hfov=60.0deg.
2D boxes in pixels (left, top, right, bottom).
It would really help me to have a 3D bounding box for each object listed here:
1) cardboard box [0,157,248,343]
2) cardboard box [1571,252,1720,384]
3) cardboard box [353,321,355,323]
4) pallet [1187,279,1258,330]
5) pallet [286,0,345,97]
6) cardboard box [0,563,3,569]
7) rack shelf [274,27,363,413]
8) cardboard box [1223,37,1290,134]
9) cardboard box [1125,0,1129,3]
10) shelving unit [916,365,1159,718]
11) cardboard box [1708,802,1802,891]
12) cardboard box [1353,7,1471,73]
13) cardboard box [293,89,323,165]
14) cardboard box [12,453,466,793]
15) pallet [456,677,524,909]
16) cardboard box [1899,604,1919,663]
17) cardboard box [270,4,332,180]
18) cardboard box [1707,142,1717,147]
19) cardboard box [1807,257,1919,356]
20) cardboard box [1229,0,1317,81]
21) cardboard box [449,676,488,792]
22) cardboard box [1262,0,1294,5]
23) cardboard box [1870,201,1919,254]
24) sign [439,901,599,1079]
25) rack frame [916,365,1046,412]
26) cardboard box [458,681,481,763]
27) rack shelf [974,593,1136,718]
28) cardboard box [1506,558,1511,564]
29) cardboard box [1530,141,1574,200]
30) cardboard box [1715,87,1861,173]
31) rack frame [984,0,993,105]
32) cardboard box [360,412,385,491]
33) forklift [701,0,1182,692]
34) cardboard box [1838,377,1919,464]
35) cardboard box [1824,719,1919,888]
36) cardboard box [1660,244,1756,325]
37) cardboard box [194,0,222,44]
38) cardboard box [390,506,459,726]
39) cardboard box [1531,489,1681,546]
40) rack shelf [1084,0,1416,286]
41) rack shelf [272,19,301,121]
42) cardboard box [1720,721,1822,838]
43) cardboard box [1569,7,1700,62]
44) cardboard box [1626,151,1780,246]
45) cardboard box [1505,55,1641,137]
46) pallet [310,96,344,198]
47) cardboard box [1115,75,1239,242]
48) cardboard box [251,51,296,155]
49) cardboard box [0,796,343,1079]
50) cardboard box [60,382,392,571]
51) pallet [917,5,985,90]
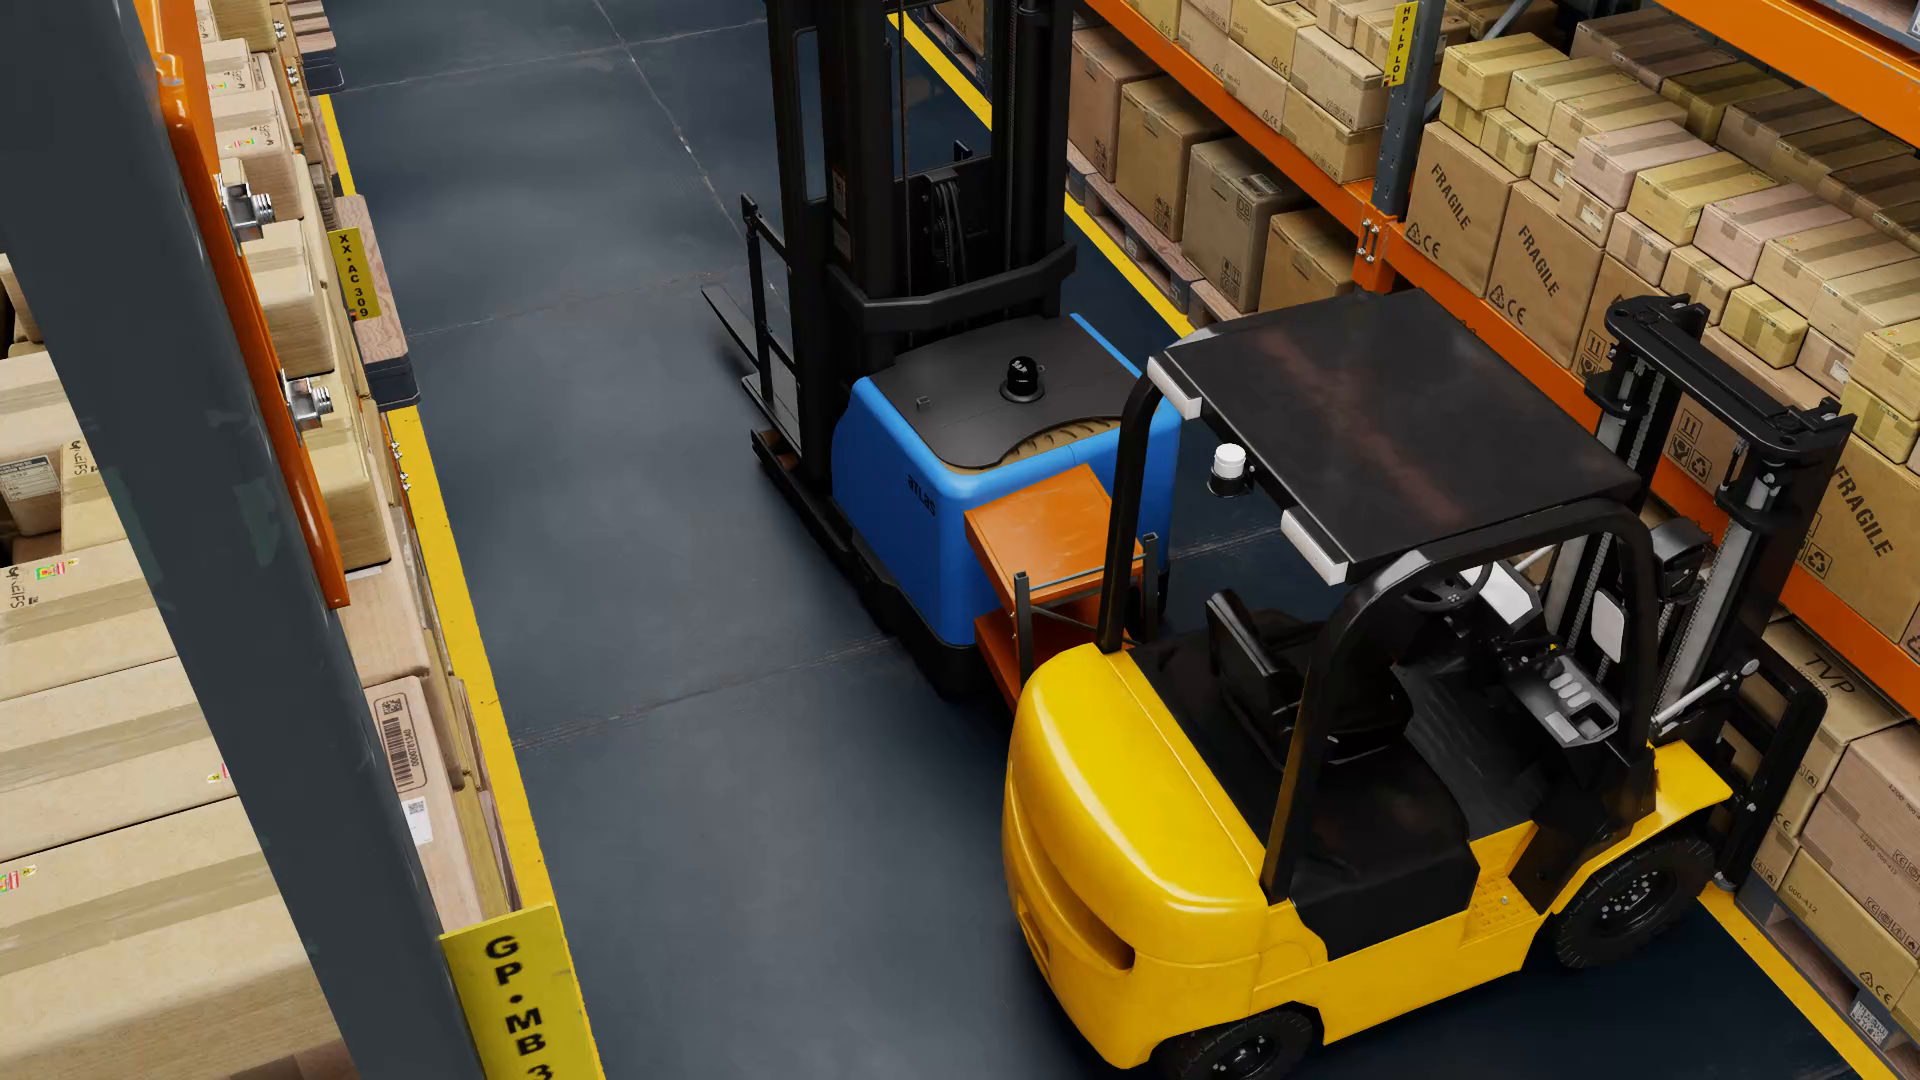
[{"bbox_3d":[-1.386,-0.494,2.804,0.380,0.149,0.250,-14,43,-16],"label":"cardboard box"},{"bbox_3d":[2.507,-0.701,5.688,0.500,0.500,0.500,-16,43,-17],"label":"cardboard box"},{"bbox_3d":[-2.335,-0.845,5.803,0.380,0.149,0.250,-14,43,-16],"label":"cardboard box"},{"bbox_3d":[1.851,-0.987,8.235,1.003,0.211,1.213,-15,43,-17],"label":"pallet"},{"bbox_3d":[-3.575,-2.303,7.775,1.213,0.211,1.003,-15,43,-17],"label":"pallet"},{"bbox_3d":[-1.509,0.299,2.188,0.500,0.250,0.500,-16,43,-17],"label":"cardboard box"},{"bbox_3d":[-1.650,-0.029,3.234,1.077,0.370,4.000,-15,43,-17],"label":"rack shelf"},{"bbox_3d":[1.537,-2.093,7.498,0.500,0.250,0.500,-15,43,-17],"label":"cardboard box"},{"bbox_3d":[0.974,-3.021,8.578,0.500,0.250,0.500,-16,43,-18],"label":"cardboard box"},{"bbox_3d":[0.285,0.152,6.181,0.538,1.125,1.048,-16,43,-12],"label":"shelving unit"},{"bbox_3d":[2.863,0.873,5.721,0.500,0.250,0.500,-15,43,-16],"label":"cardboard box"},{"bbox_3d":[1.833,-2.044,6.752,0.380,0.149,0.250,-14,43,-15],"label":"cardboard box"},{"bbox_3d":[-2.269,-1.297,5.333,0.380,0.149,0.250,-15,43,-17],"label":"cardboard box"},{"bbox_3d":[-1.015,0.172,2.336,0.500,0.250,0.500,-16,43,-17],"label":"cardboard box"},{"bbox_3d":[-2.126,1.084,5.828,1.003,0.211,1.213,-15,43,-17],"label":"pallet"},{"bbox_3d":[3.079,0.216,4.621,0.500,0.500,0.500,-14,43,-16],"label":"cardboard box"},{"bbox_3d":[-2.699,-1.636,6.225,0.500,0.500,0.500,-15,43,-17],"label":"cardboard box"},{"bbox_3d":[2.751,-1.460,6.074,0.380,0.149,0.250,-14,43,-16],"label":"cardboard box"},{"bbox_3d":[2.775,-0.683,4.941,0.380,0.149,0.250,-15,43,-16],"label":"cardboard box"},{"bbox_3d":[1.541,-2.283,7.335,0.500,0.250,0.500,-16,43,-18],"label":"cardboard box"},{"bbox_3d":[-1.745,0.825,5.201,0.500,0.500,0.500,-14,43,-16],"label":"cardboard box"},{"bbox_3d":[1.450,-2.481,7.260,0.380,0.149,0.250,-16,43,-18],"label":"cardboard box"},{"bbox_3d":[3.099,-0.950,5.251,0.380,0.149,0.250,-14,43,-16],"label":"cardboard box"},{"bbox_3d":[-0.384,0.436,1.471,0.100,0.325,0.005,-15,43,-17],"label":"sign"},{"bbox_3d":[0.118,-0.163,6.543,0.500,1.125,0.032,-16,43,-12],"label":"rack frame"},{"bbox_3d":[-1.941,0.803,5.802,0.500,0.250,0.500,-13,42,-15],"label":"cardboard box"},{"bbox_3d":[0.302,0.332,6.345,0.538,0.278,1.000,-16,43,-12],"label":"rack shelf"},{"bbox_3d":[2.257,-0.050,6.795,0.500,0.250,0.500,-16,43,-18],"label":"cardboard box"},{"bbox_3d":[2.274,-1.330,5.922,0.380,0.149,0.250,-15,43,-17],"label":"cardboard box"},{"bbox_3d":[2.895,-1.437,5.818,0.380,0.149,0.250,-16,43,-18],"label":"cardboard box"},{"bbox_3d":[0.639,-4.019,9.623,1.000,3.000,0.127,-15,43,-17],"label":"rack frame"},{"bbox_3d":[-1.210,-0.060,2.911,0.380,0.149,0.250,-15,43,-16],"label":"cardboard box"},{"bbox_3d":[-0.298,-1.472,6.714,1.130,2.935,3.031,-19,44,-21],"label":"forklift"},{"bbox_3d":[2.795,-0.390,4.828,0.380,0.149,0.250,-15,43,-17],"label":"cardboard box"},{"bbox_3d":[3.034,0.798,5.041,0.500,0.250,0.500,-14,43,-16],"label":"cardboard box"},{"bbox_3d":[2.511,-0.858,5.373,0.380,0.149,0.250,-16,43,-18],"label":"cardboard box"},{"bbox_3d":[-1.680,-0.953,3.339,0.380,0.149,0.250,-16,43,-18],"label":"cardboard box"},{"bbox_3d":[-1.610,0.305,4.289,0.500,0.500,0.500,-14,43,-16],"label":"cardboard box"},{"bbox_3d":[2.452,-0.128,6.119,0.500,0.250,0.500,-14,43,-15],"label":"cardboard box"},{"bbox_3d":[1.404,-2.542,8.457,1.077,0.370,4.000,-15,43,-17],"label":"rack shelf"},{"bbox_3d":[-3.181,-2.439,6.036,1.077,0.370,4.000,-15,43,-17],"label":"rack shelf"},{"bbox_3d":[2.826,0.668,5.576,0.500,0.250,0.500,-16,43,-18],"label":"cardboard box"},{"bbox_3d":[2.570,-1.889,6.344,0.380,0.149,0.250,-15,43,-17],"label":"cardboard box"},{"bbox_3d":[2.434,-1.124,5.454,0.380,0.149,0.250,-16,43,-18],"label":"cardboard box"},{"bbox_3d":[2.217,-1.610,6.019,0.380,0.149,0.250,-14,43,-16],"label":"cardboard box"},{"bbox_3d":[-4.178,-2.215,9.664,1.003,0.211,1.213,-15,43,-17],"label":"pallet"},{"bbox_3d":[1.380,-2.102,8.893,0.875,0.625,0.625,-17,43,-19],"label":"cardboard box"},{"bbox_3d":[-1.622,-0.749,3.406,0.500,0.250,0.500,-16,43,-18],"label":"cardboard box"},{"bbox_3d":[-0.833,0.431,1.729,0.380,0.149,0.250,-15,43,-17],"label":"cardboard box"},{"bbox_3d":[-1.010,-0.053,2.291,0.380,0.149,0.250,-15,43,-17],"label":"cardboard box"},{"bbox_3d":[0.388,-3.421,11.067,1.003,0.211,1.213,-15,43,-17],"label":"pallet"}]
